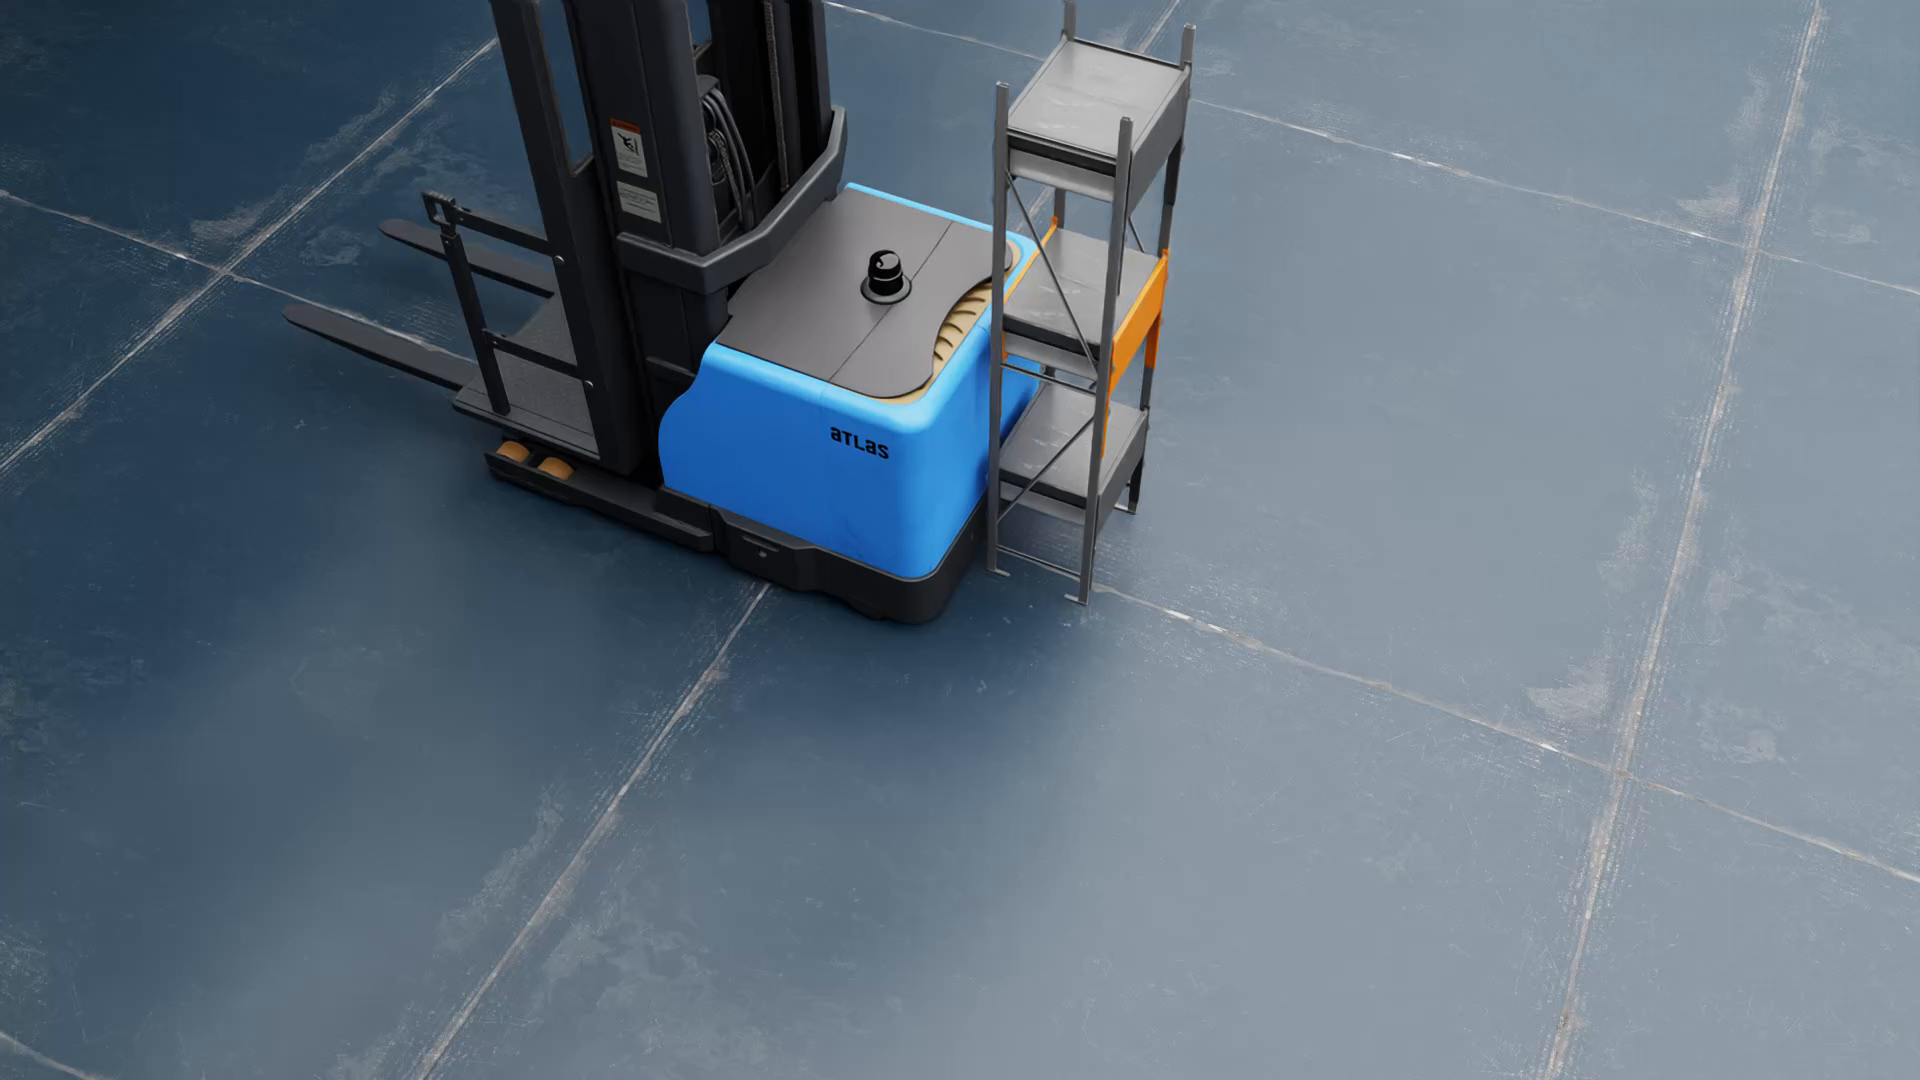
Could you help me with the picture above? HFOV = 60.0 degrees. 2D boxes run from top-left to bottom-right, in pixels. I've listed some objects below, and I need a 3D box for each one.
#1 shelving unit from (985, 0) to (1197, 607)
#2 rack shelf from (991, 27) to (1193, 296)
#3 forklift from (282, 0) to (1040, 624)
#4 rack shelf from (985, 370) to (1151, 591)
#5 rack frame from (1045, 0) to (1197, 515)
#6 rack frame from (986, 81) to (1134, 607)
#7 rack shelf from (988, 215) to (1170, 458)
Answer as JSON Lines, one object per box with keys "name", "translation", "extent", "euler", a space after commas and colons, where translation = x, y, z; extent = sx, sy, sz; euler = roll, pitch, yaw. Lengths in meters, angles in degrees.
{"name": "shelving unit", "translation": [0.386, -0.677, 5.447], "extent": [0.431, 2.100, 0.503], "euler": [20, 52, 16]}
{"name": "rack shelf", "translation": [0.386, -1.121, 4.924], "extent": [0.431, 0.518, 0.480], "euler": [20, 52, 16]}
{"name": "forklift", "translation": [-1.247, -1.444, 5.554], "extent": [3.031, 2.935, 1.130], "euler": [20, 53, 17]}
{"name": "rack shelf", "translation": [0.386, -0.214, 5.991], "extent": [0.431, 0.518, 0.480], "euler": [20, 52, 16]}
{"name": "rack frame", "translation": [0.490, -0.845, 5.590], "extent": [0.400, 2.100, 0.015], "euler": [20, 52, 16]}
{"name": "rack frame", "translation": [0.282, -0.509, 5.304], "extent": [0.400, 2.100, 0.015], "euler": [20, 52, 16]}
{"name": "rack shelf", "translation": [0.386, -0.668, 5.457], "extent": [0.431, 0.518, 0.480], "euler": [20, 52, 16]}
